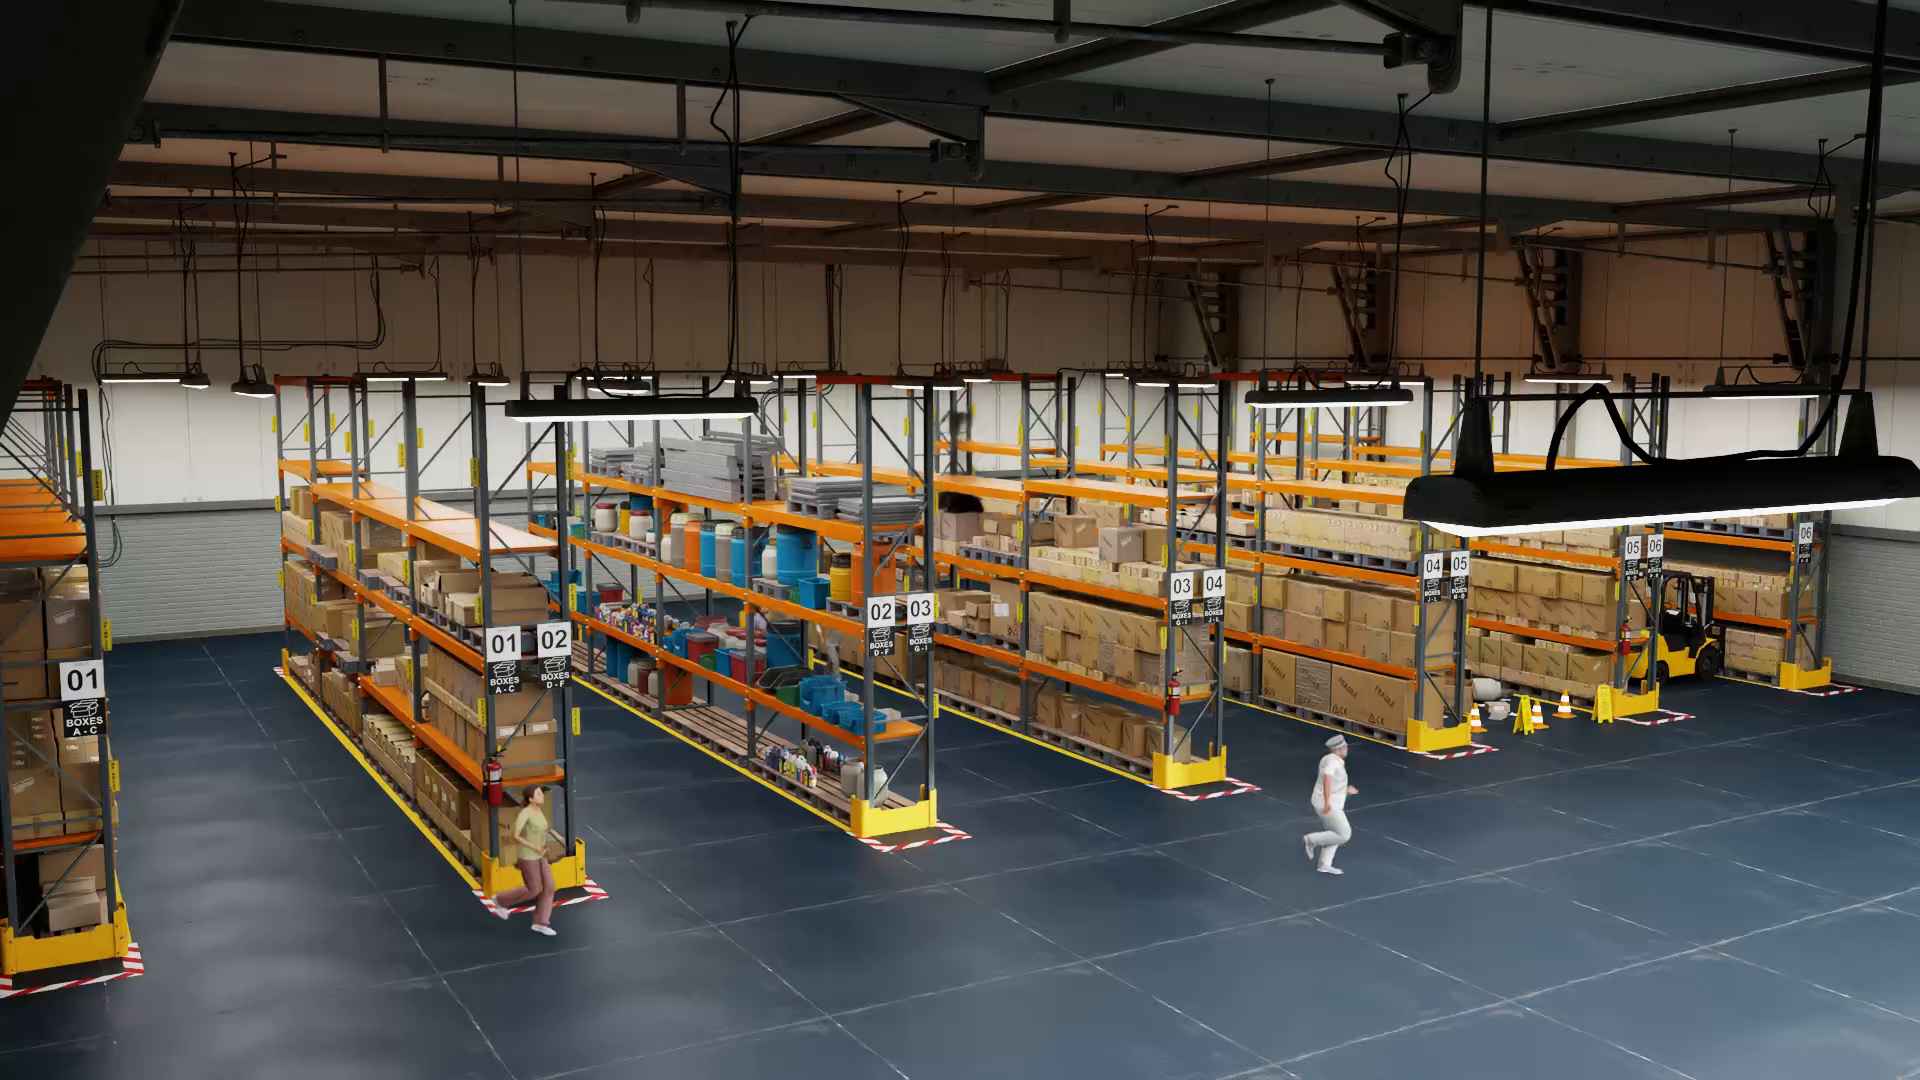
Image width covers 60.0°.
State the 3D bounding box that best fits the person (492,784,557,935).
[{"bbox_3d":[-4.797,3.527,18.482,0.764,1.661,0.604,1,6,8],"label":"person"}]

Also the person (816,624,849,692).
[{"bbox_3d":[-2.273,1.932,30.101,0.530,1.619,0.815,-5,8,-40],"label":"person"}]

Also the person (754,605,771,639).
[{"bbox_3d":[-3.862,2.023,32.041,0.936,1.685,0.627,6,9,44],"label":"person"}]

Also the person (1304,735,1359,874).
[{"bbox_3d":[4.570,3.257,20.441,0.695,1.737,0.704,0,6,0],"label":"person"}]
